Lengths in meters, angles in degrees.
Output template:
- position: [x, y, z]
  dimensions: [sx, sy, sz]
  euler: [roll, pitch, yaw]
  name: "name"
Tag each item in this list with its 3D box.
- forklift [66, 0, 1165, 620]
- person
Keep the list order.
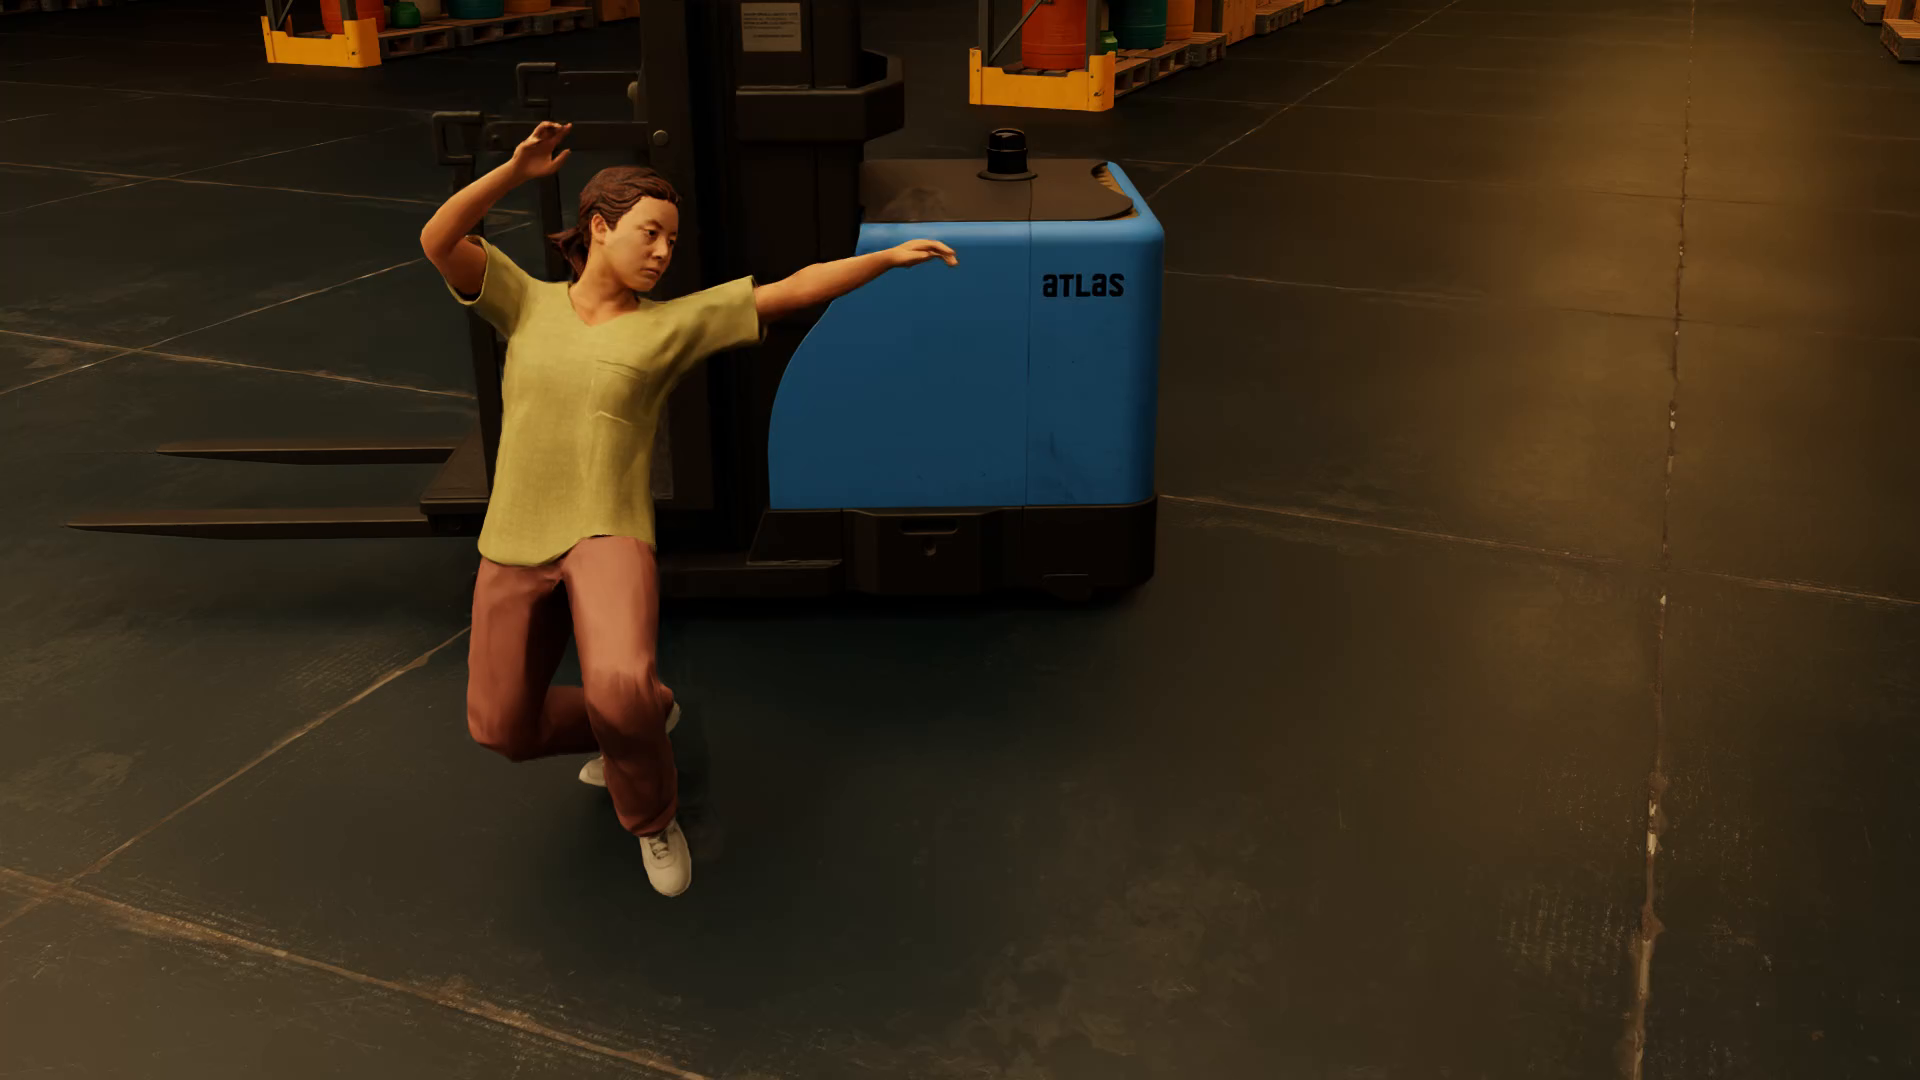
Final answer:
- position: [-0.983, -1.338, 4.494]
  dimensions: [3.031, 2.935, 1.130]
  euler: [-1, 23, -2]
  name: "forklift"
- position: [-0.530, -0.047, 3.265]
  dimensions: [0.992, 1.530, 0.801]
  euler: [3, 23, 8]
  name: "person"
